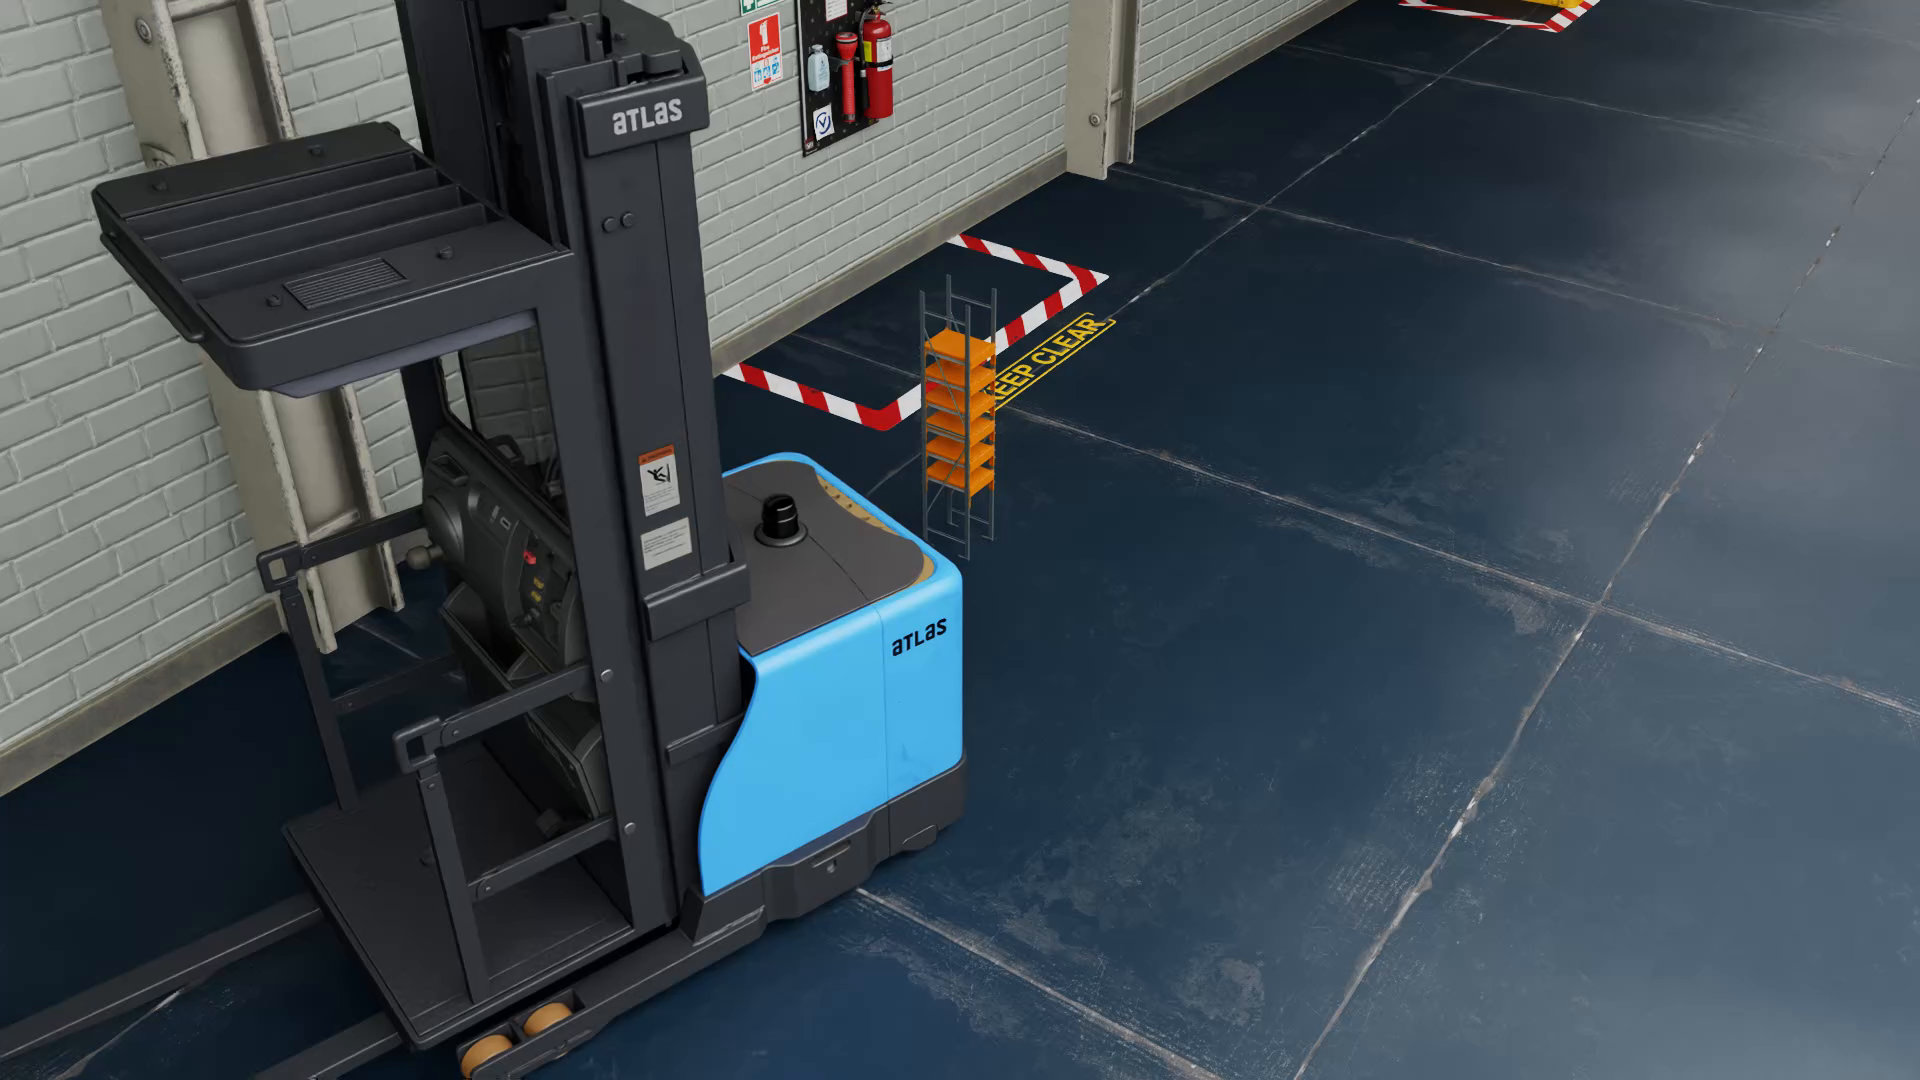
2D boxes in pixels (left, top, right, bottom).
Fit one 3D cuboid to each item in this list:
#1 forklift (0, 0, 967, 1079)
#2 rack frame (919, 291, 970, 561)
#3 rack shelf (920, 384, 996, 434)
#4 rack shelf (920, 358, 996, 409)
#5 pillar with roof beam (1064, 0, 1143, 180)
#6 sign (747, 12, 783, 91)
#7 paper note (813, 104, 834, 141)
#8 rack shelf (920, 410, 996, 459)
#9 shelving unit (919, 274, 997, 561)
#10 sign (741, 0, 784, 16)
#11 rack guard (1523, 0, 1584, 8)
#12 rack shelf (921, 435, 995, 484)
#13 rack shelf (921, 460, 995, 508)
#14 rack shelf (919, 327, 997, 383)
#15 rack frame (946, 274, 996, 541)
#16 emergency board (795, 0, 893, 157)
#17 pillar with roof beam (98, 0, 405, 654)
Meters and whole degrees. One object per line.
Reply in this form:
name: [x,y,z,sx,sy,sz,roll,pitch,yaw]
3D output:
forklift: [-1.451,0.065,4.538,3.031,2.935,1.130,-24,41,-31]
rack frame: [-0.060,-0.448,6.842,0.240,1.200,0.006,21,39,28]
rack shelf: [-0.008,-0.553,6.862,0.258,0.103,0.180,21,39,28]
rack shelf: [-0.008,-0.652,6.794,0.258,0.103,0.180,21,39,28]
pillar with roof beam: [4.438,-4.801,6.316,9.100,9.000,0.400,21,39,28]
sign: [-0.939,-2.359,8.028,0.001,0.329,0.234,21,39,28]
paper note: [-0.697,-2.141,8.525,0.016,0.148,0.142,21,39,28]
rack shelf: [-0.008,-0.454,6.929,0.258,0.103,0.180,21,39,28]
shelving unit: [-0.008,-0.490,6.904,0.258,1.200,0.189,21,39,28]
sign: [-0.929,-2.577,7.879,0.001,0.109,0.331,21,39,28]
rack guard: [4.677,-4.853,13.980,1.175,0.500,0.348,21,39,28]
rack shelf: [-0.008,-0.354,6.996,0.258,0.103,0.180,21,39,28]
rack shelf: [-0.008,-0.255,7.063,0.258,0.103,0.180,21,39,28]
rack shelf: [-0.008,-0.752,6.727,0.258,0.103,0.180,21,39,28]
rack frame: [0.044,-0.532,6.966,0.240,1.200,0.006,21,39,28]
emergency board: [-0.539,-2.565,8.366,0.194,1.169,0.643,21,39,28]
pillar with roof beam: [1.017,-2.039,2.233,9.100,9.000,0.400,21,39,28]
